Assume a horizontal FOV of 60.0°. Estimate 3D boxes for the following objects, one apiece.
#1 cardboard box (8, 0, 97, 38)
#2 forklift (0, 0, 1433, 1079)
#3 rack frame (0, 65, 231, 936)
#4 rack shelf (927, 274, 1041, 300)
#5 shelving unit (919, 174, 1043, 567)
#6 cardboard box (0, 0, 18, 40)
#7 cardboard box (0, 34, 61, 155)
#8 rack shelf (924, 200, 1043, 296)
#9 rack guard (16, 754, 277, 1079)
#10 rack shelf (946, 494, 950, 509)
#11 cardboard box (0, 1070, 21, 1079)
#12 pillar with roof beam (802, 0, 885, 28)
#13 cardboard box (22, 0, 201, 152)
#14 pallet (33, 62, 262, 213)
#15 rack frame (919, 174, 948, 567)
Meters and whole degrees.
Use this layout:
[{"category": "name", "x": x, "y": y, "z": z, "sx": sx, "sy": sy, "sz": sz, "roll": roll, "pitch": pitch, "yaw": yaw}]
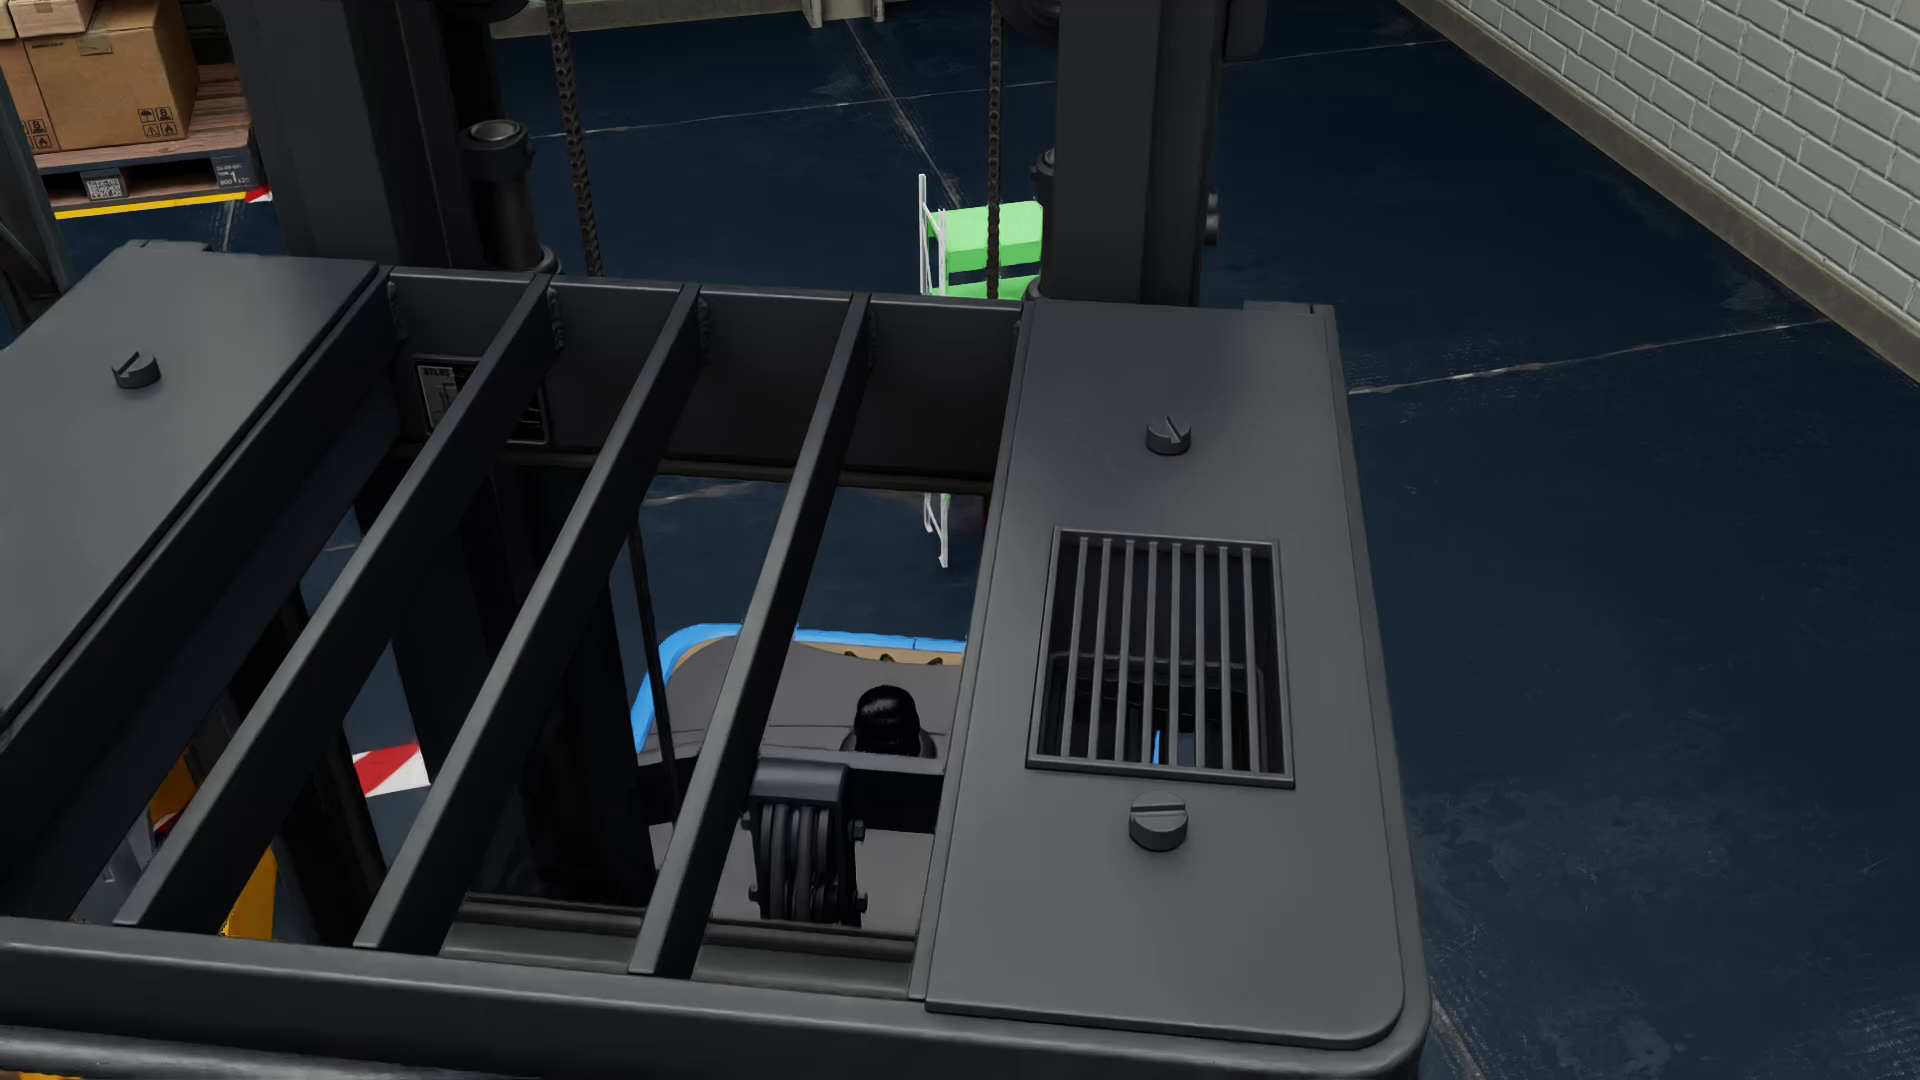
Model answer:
[{"category": "cardboard box", "x": -3.738, "y": -2.218, "z": 6.858, "sx": 0.250, "sy": 0.149, "sz": 0.380, "roll": -10, "pitch": 38, "yaw": -12}, {"category": "forklift", "x": -0.253, "y": 0.762, "z": 1.841, "sx": 1.130, "sy": 2.935, "sz": 3.031, "roll": 4, "pitch": 38, "yaw": 5}, {"category": "rack frame", "x": -1.716, "y": -0.178, "z": 3.014, "sx": 0.127, "sy": 3.000, "sz": 1.000, "roll": -9, "pitch": 38, "yaw": -12}, {"category": "rack shelf", "x": 0.160, "y": -0.643, "z": 4.813, "sx": 0.480, "sy": 0.148, "sz": 0.258, "roll": -9, "pitch": 38, "yaw": -12}, {"category": "shelving unit", "x": 0.160, "y": -0.503, "z": 4.920, "sx": 0.503, "sy": 1.200, "sz": 0.258, "roll": -9, "pitch": 38, "yaw": -12}, {"category": "cardboard box", "x": -3.984, "y": -2.177, "z": 6.805, "sx": 0.250, "sy": 0.149, "sz": 0.380, "roll": -8, "pitch": 38, "yaw": -11}, {"category": "cardboard box", "x": -4.144, "y": -2.008, "z": 7.118, "sx": 0.500, "sy": 0.500, "sz": 0.700, "roll": -9, "pitch": 38, "yaw": -12}, {"category": "rack shelf", "x": 0.160, "y": -0.833, "z": 4.667, "sx": 0.480, "sy": 0.148, "sz": 0.258, "roll": -9, "pitch": 38, "yaw": -12}, {"category": "rack guard", "x": -1.790, "y": 0.827, "z": 3.758, "sx": 0.348, "sy": 0.500, "sz": 1.175, "roll": -9, "pitch": 38, "yaw": -12}, {"category": "rack shelf", "x": 0.160, "y": -0.261, "z": 5.104, "sx": 0.480, "sy": 0.148, "sz": 0.258, "roll": -9, "pitch": 38, "yaw": -12}, {"category": "cardboard box", "x": -2.177, "y": 0.871, "z": 3.338, "sx": 0.500, "sy": 0.500, "sz": 0.500, "roll": -9, "pitch": 38, "yaw": -12}, {"category": "pillar with roof beam", "x": 0.492, "y": -3.876, "z": 2.910, "sx": 0.400, "sy": 9.000, "sz": 9.100, "roll": -9, "pitch": 38, "yaw": -12}, {"category": "cardboard box", "x": -3.661, "y": -2.087, "z": 7.222, "sx": 0.500, "sy": 0.500, "sz": 0.700, "roll": -9, "pitch": 38, "yaw": -12}, {"category": "pallet", "x": -3.763, "y": -1.803, "z": 7.433, "sx": 1.213, "sy": 0.211, "sz": 1.003, "roll": -9, "pitch": 38, "yaw": -12}, {"category": "rack frame", "x": -0.076, "y": -0.464, "z": 4.869, "sx": 0.015, "sy": 1.200, "sz": 0.240, "roll": -9, "pitch": 38, "yaw": -12}]
